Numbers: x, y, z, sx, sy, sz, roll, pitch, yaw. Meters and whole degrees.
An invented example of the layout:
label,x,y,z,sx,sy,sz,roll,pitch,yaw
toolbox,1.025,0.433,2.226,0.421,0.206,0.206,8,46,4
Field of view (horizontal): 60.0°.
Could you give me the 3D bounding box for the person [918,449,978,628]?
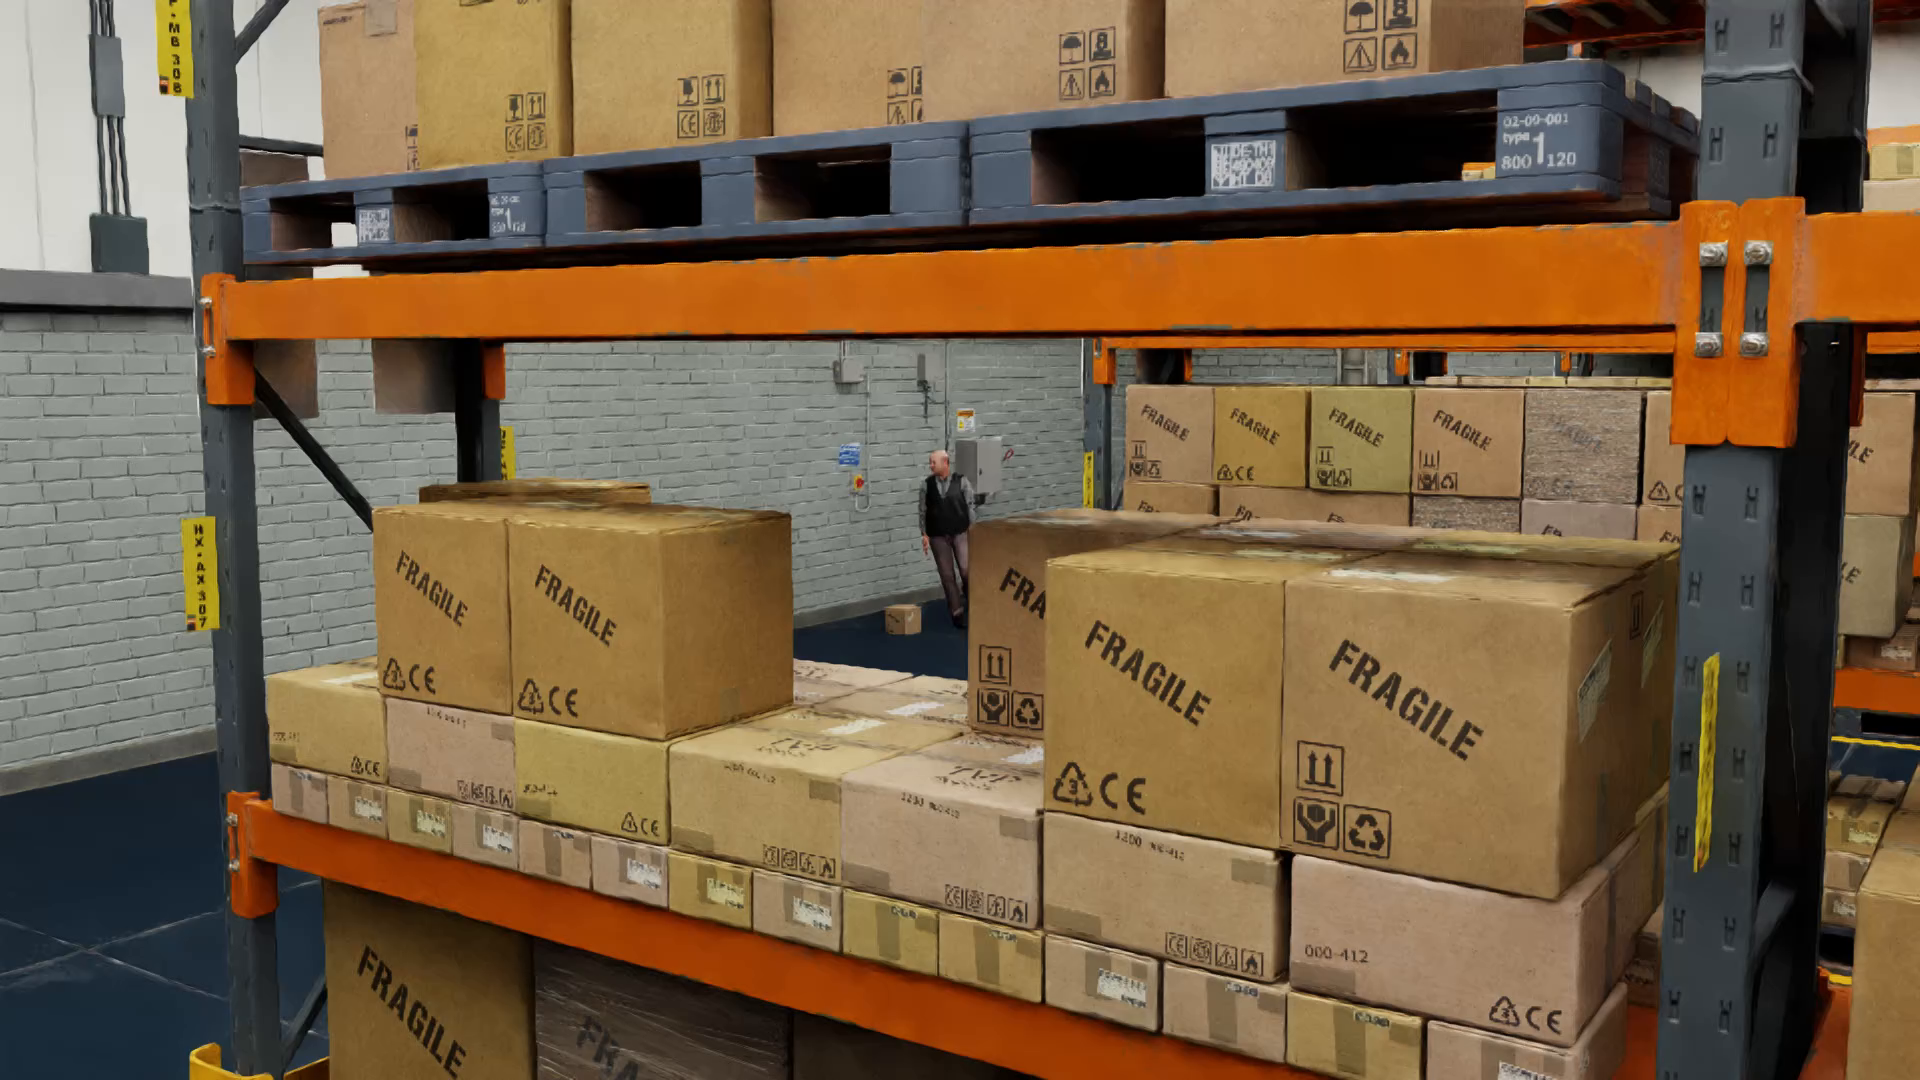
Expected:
label,x,y,z,sx,sy,sz,roll,pitch,yaw
person,-0.103,-0.019,16.123,0.619,1.711,0.487,0,6,3
